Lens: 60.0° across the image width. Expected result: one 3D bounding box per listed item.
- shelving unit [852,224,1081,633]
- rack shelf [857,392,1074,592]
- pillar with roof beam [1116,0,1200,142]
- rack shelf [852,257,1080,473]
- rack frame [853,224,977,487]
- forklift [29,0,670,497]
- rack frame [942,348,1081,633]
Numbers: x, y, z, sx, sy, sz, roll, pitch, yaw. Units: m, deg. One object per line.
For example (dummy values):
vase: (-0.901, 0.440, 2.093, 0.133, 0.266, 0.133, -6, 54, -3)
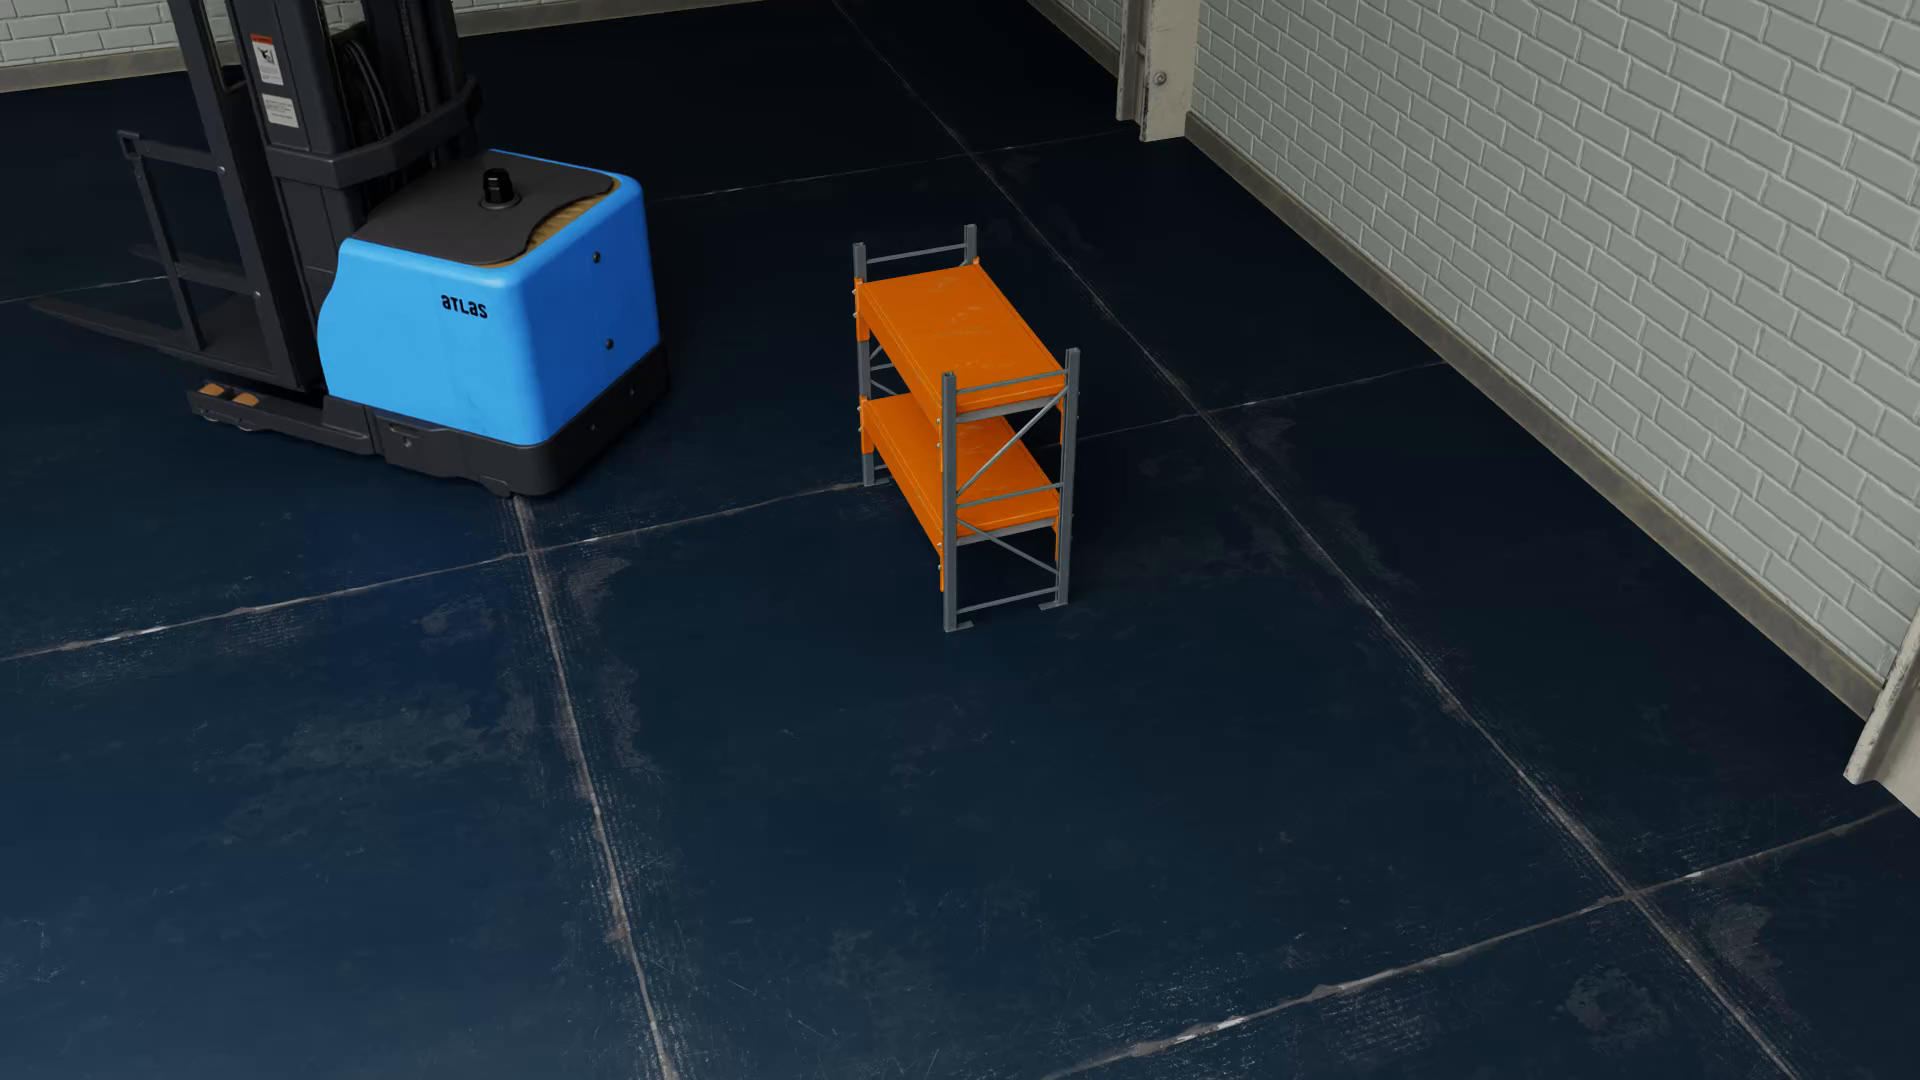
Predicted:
shelving unit: (0.002, -0.445, 6.407, 0.538, 1.125, 1.048, -12, 39, -16)
rack shelf: (0.002, -0.250, 6.554, 0.538, 0.278, 1.000, -12, 39, -16)
pillar with roof beam: (-2.877, -5.213, 6.191, 9.100, 9.000, 0.400, -12, 39, -16)
rack shelf: (0.002, -0.679, 6.230, 0.538, 0.278, 1.000, -12, 39, -16)
rack frame: (-0.173, -0.733, 6.788, 0.500, 1.125, 0.032, -12, 39, -16)
forklift: (-2.884, -1.928, 6.874, 3.031, 2.935, 1.130, 15, 39, 19)
rack frame: (0.177, -0.158, 6.025, 0.500, 1.125, 0.032, -12, 39, -16)
